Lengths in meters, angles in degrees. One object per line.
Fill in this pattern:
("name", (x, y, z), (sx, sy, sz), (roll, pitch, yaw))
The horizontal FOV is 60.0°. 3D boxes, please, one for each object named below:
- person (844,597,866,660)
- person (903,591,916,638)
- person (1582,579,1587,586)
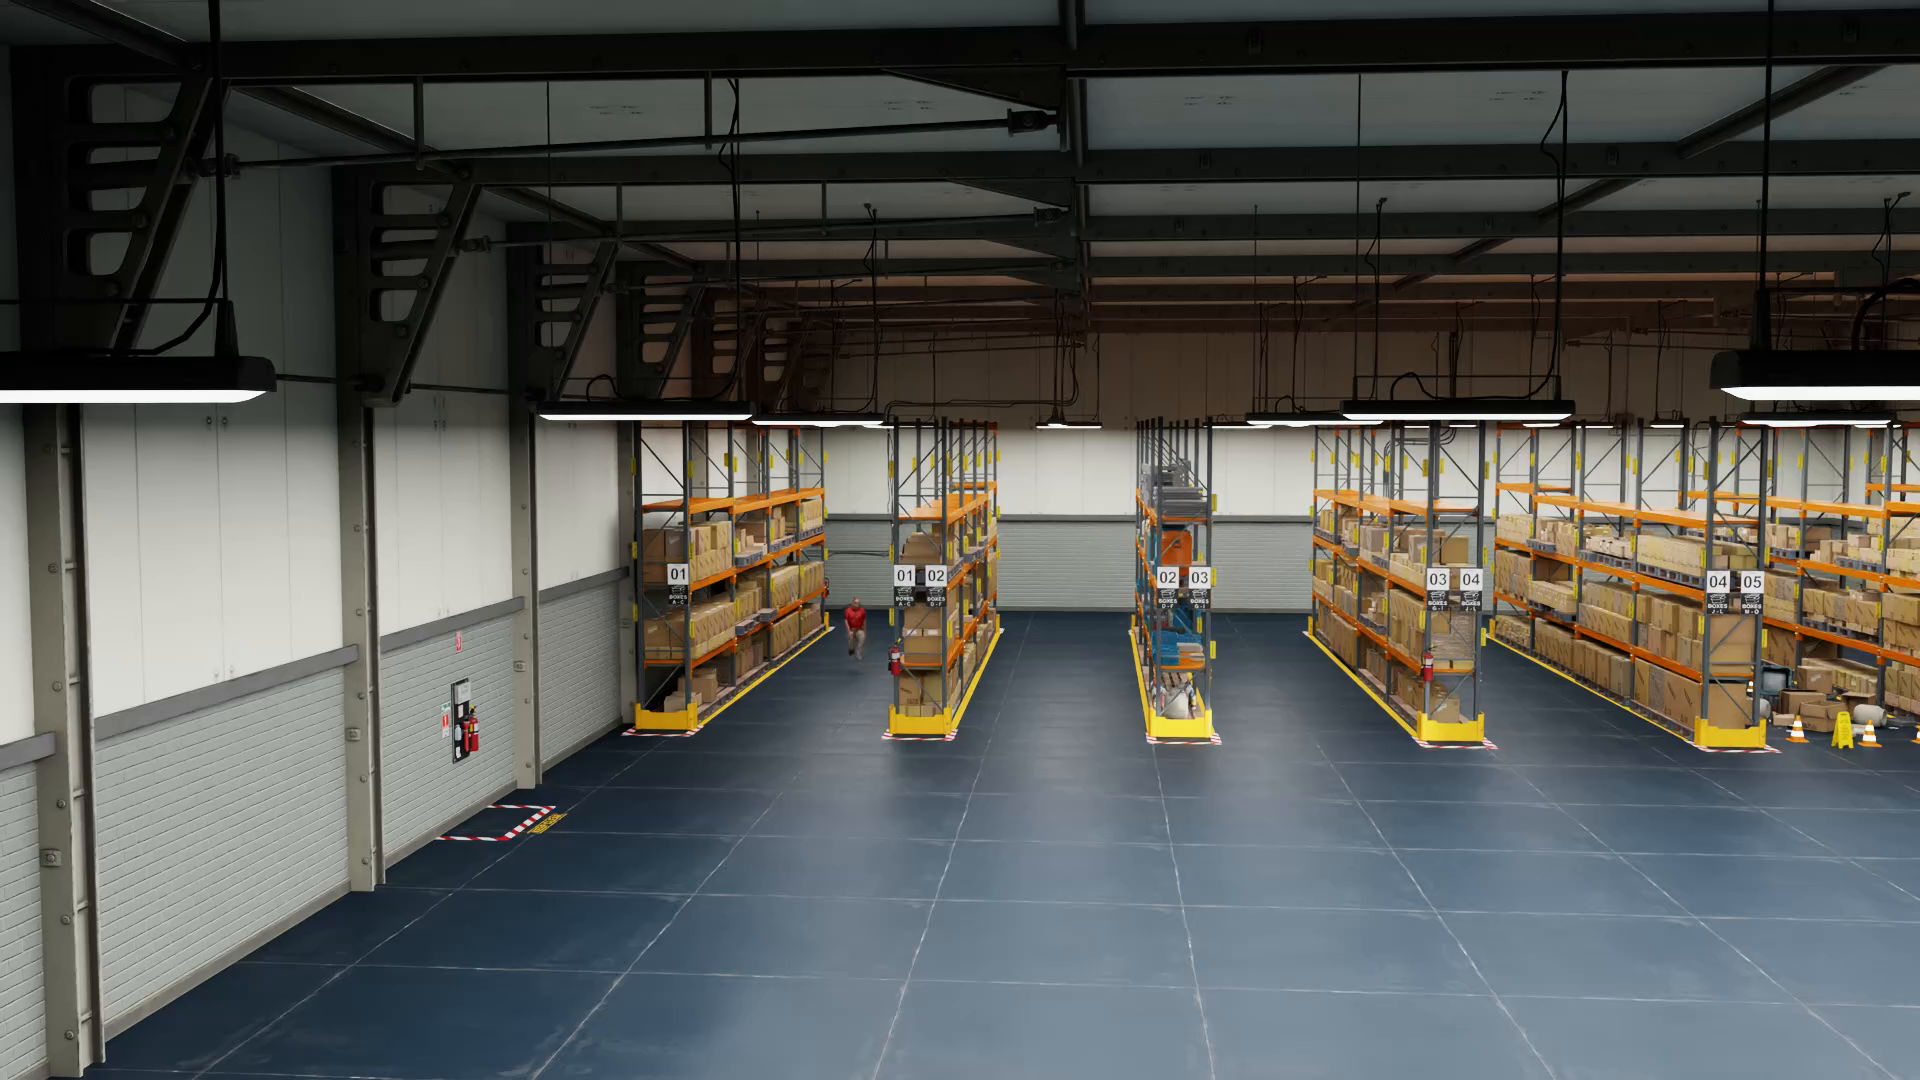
("person", (-2.491, 2.115, 39.758), (0.546, 1.489, 1.038), (-1, 4, -11))
("person", (-1.282, 1.951, 45.413), (0.515, 1.601, 0.410), (1, 4, 14))
("person", (17.370, 1.882, 46.224), (0.919, 1.601, 0.430), (3, 5, 40))
